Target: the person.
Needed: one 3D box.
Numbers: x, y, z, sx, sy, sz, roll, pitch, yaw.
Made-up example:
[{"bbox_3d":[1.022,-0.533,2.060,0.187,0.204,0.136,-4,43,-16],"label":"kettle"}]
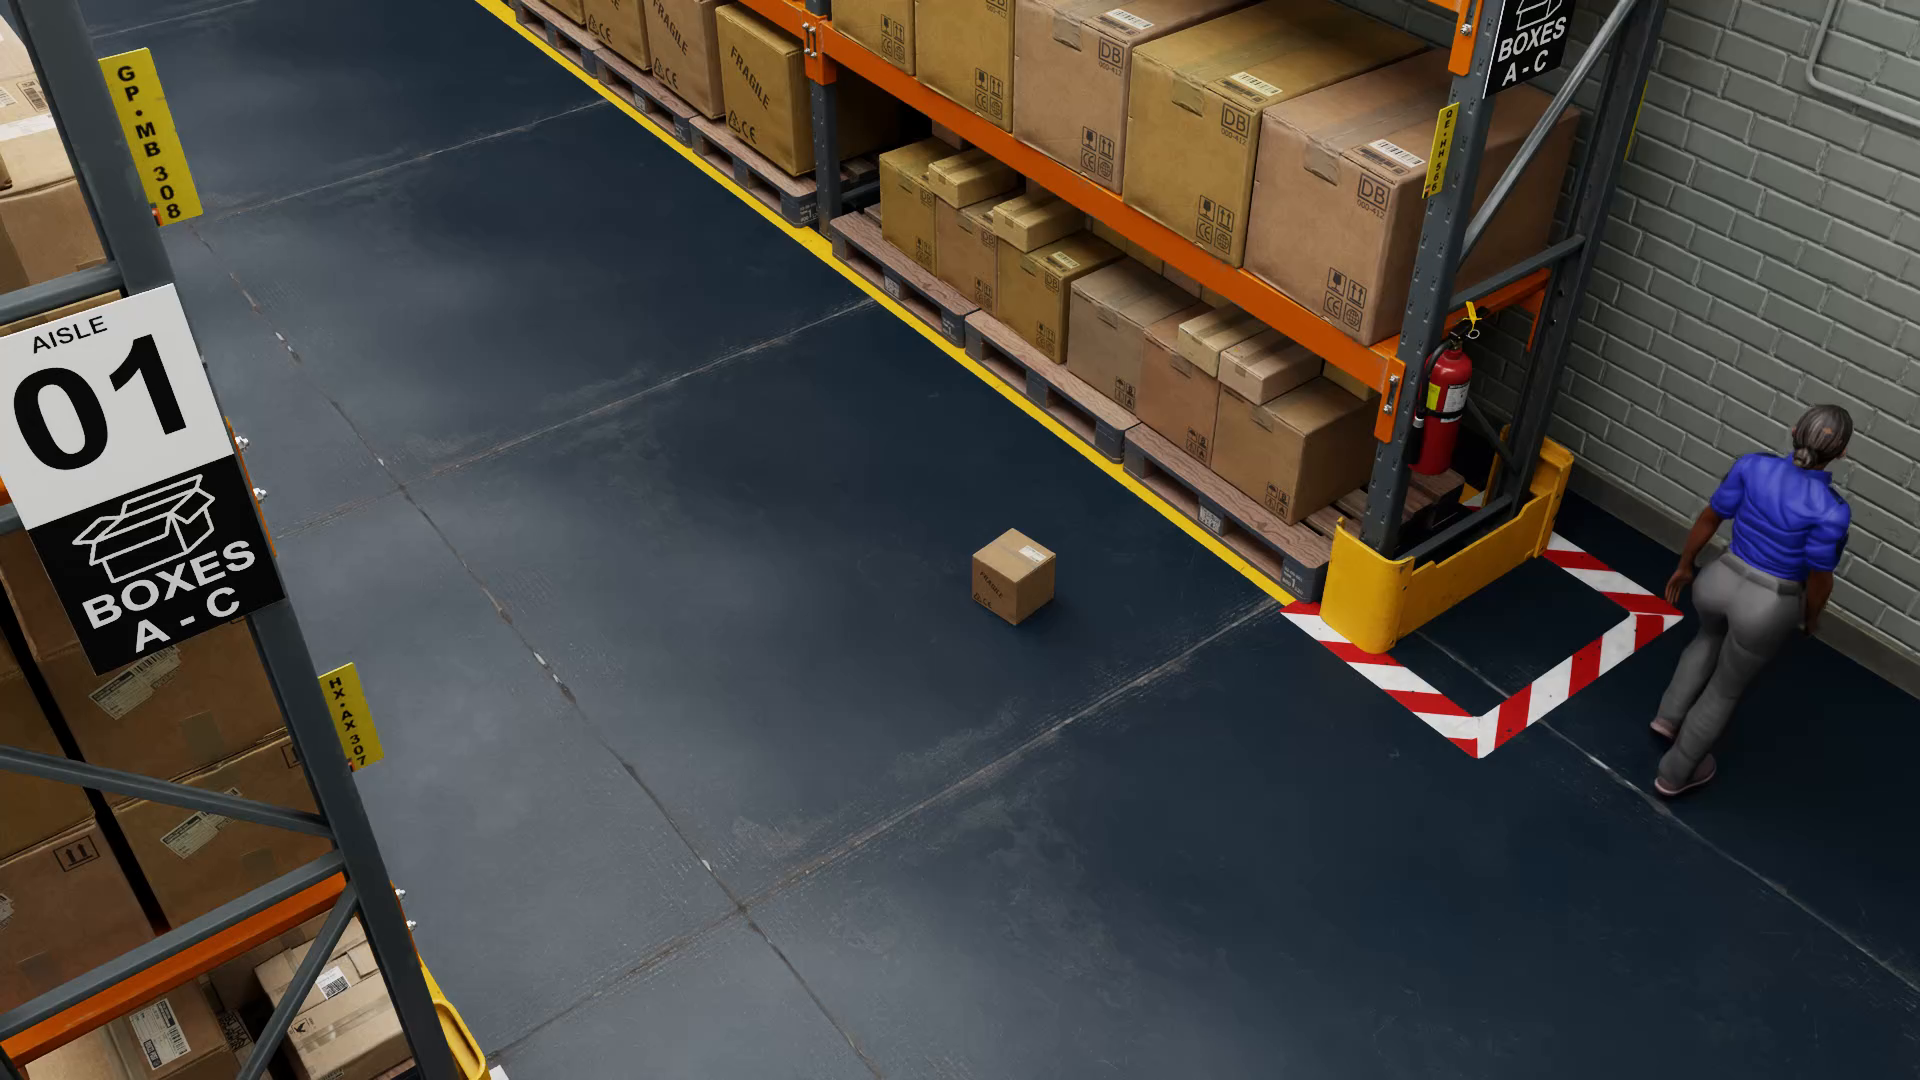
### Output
[{"bbox_3d":[2.783,0.216,5.926,0.490,1.671,0.487,-23,46,-25],"label":"person"}]
